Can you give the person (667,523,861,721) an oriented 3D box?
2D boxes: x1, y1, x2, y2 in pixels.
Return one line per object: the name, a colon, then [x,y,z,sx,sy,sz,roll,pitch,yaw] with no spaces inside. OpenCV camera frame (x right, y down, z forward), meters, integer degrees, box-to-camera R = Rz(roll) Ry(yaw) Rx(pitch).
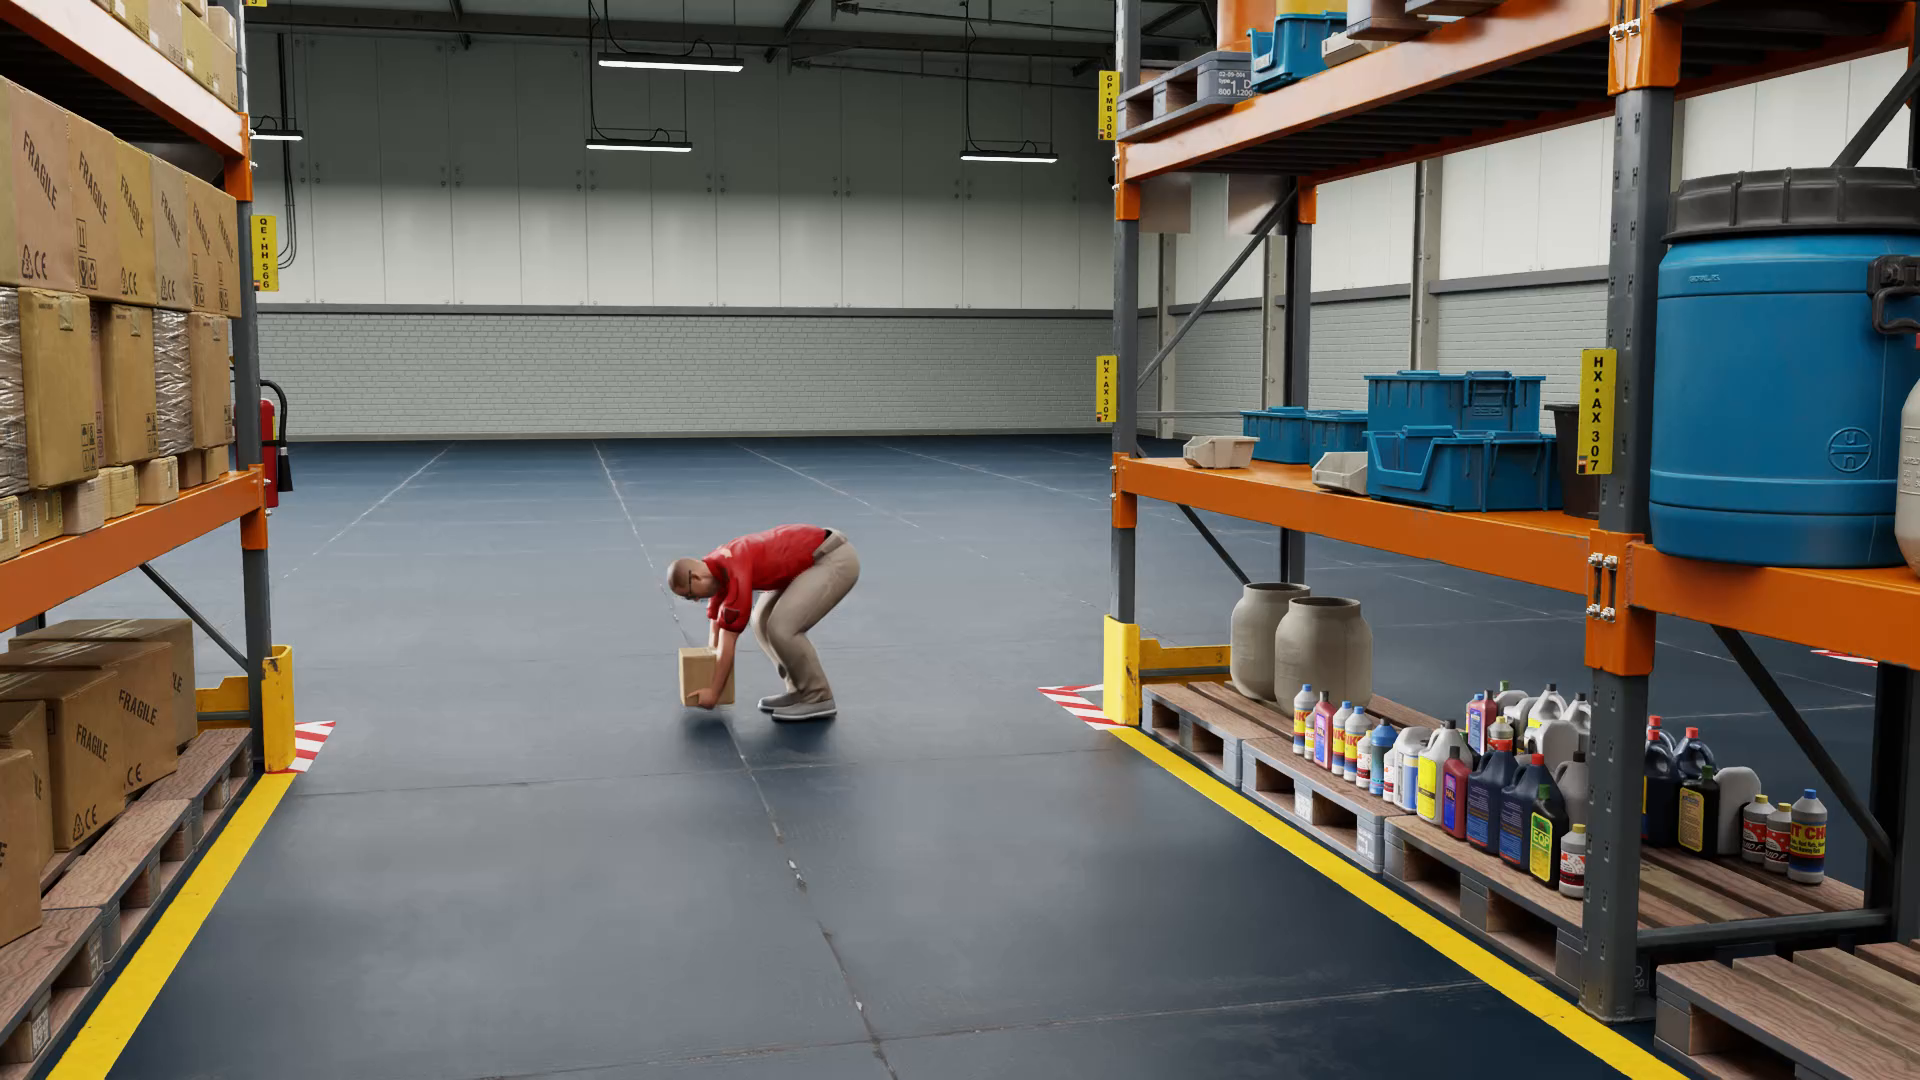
person: [-0.979,0.407,8.328,0.957,0.962,0.524,-2,6,-17]
